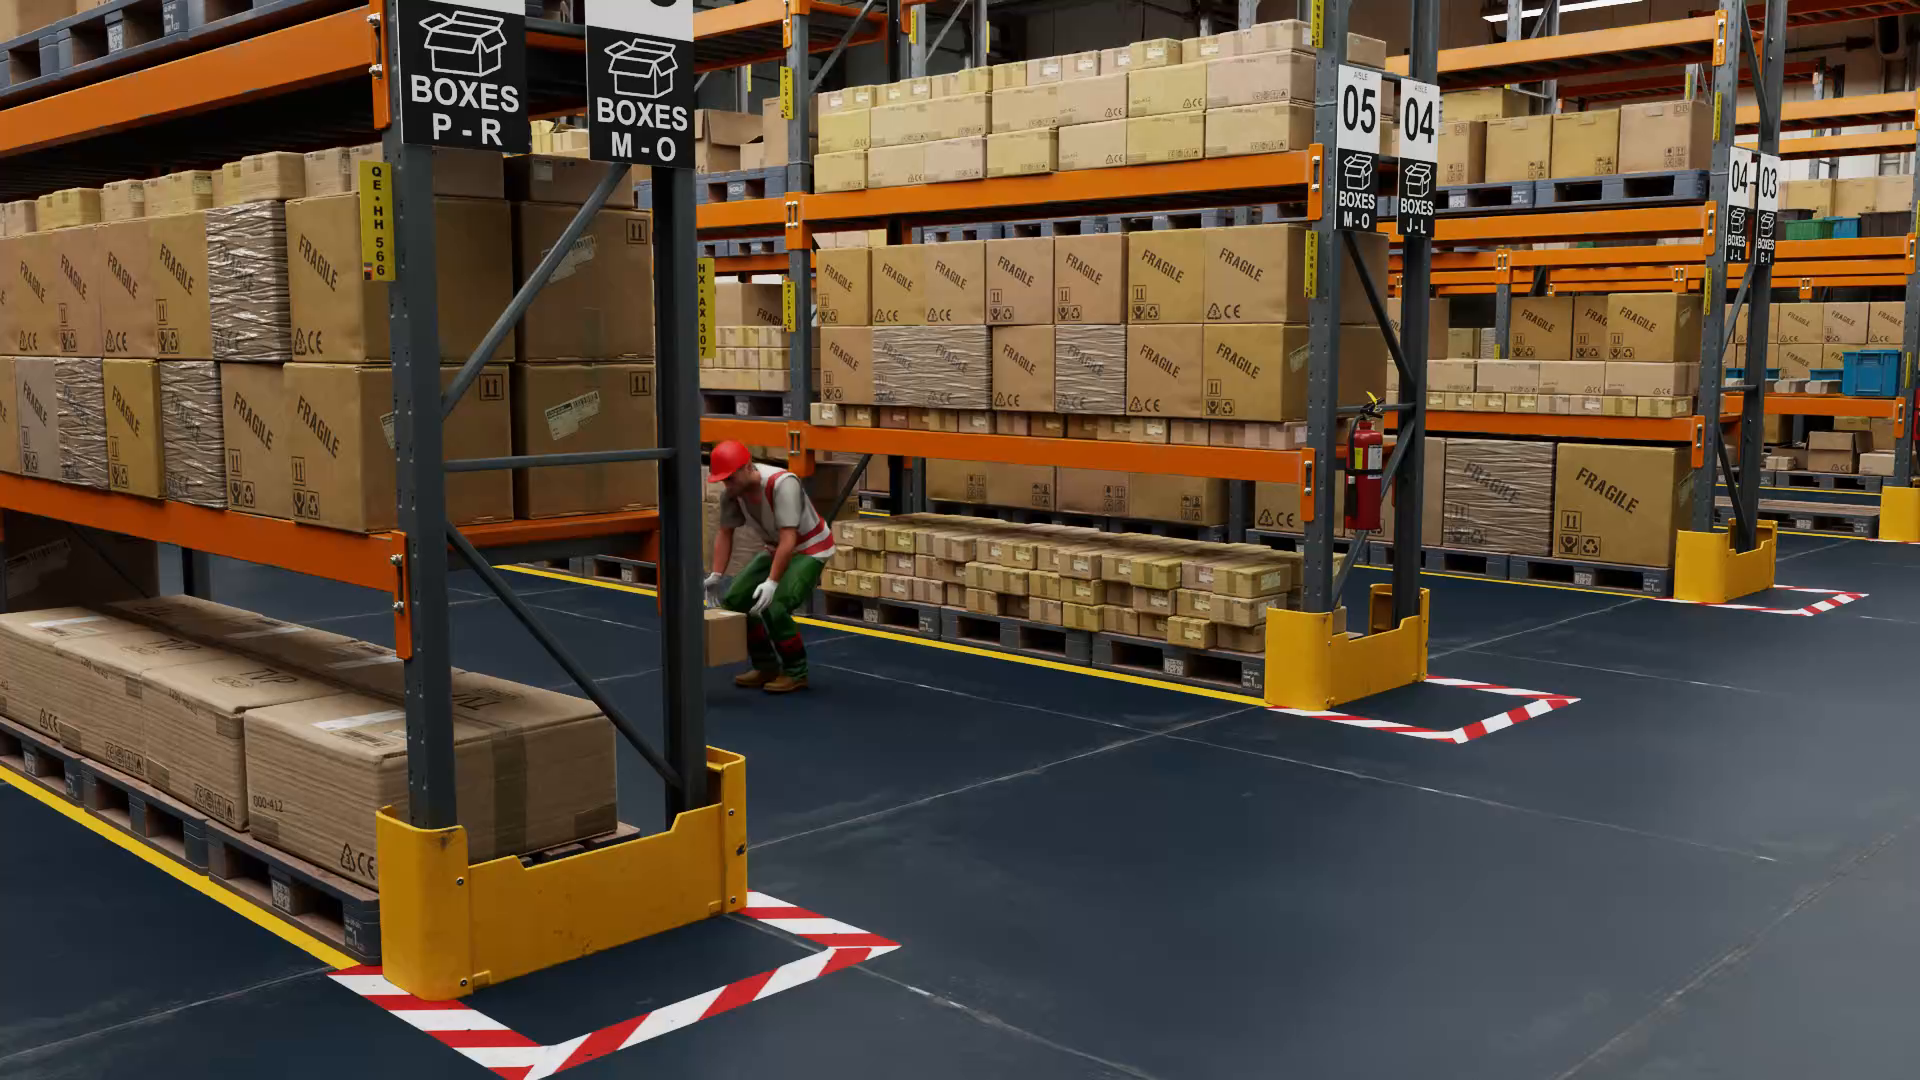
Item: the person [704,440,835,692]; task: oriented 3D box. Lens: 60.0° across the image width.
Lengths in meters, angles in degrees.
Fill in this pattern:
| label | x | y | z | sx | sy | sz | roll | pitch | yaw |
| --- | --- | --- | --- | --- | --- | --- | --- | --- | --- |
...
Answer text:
| label | x | y | z | sx | sy | sz | roll | pitch | yaw |
| --- | --- | --- | --- | --- | --- | --- | --- | --- | --- |
| person | -1.010 | 0.132 | 8.873 | 0.585 | 1.354 | 0.793 | 7 | 10 | 43 |
